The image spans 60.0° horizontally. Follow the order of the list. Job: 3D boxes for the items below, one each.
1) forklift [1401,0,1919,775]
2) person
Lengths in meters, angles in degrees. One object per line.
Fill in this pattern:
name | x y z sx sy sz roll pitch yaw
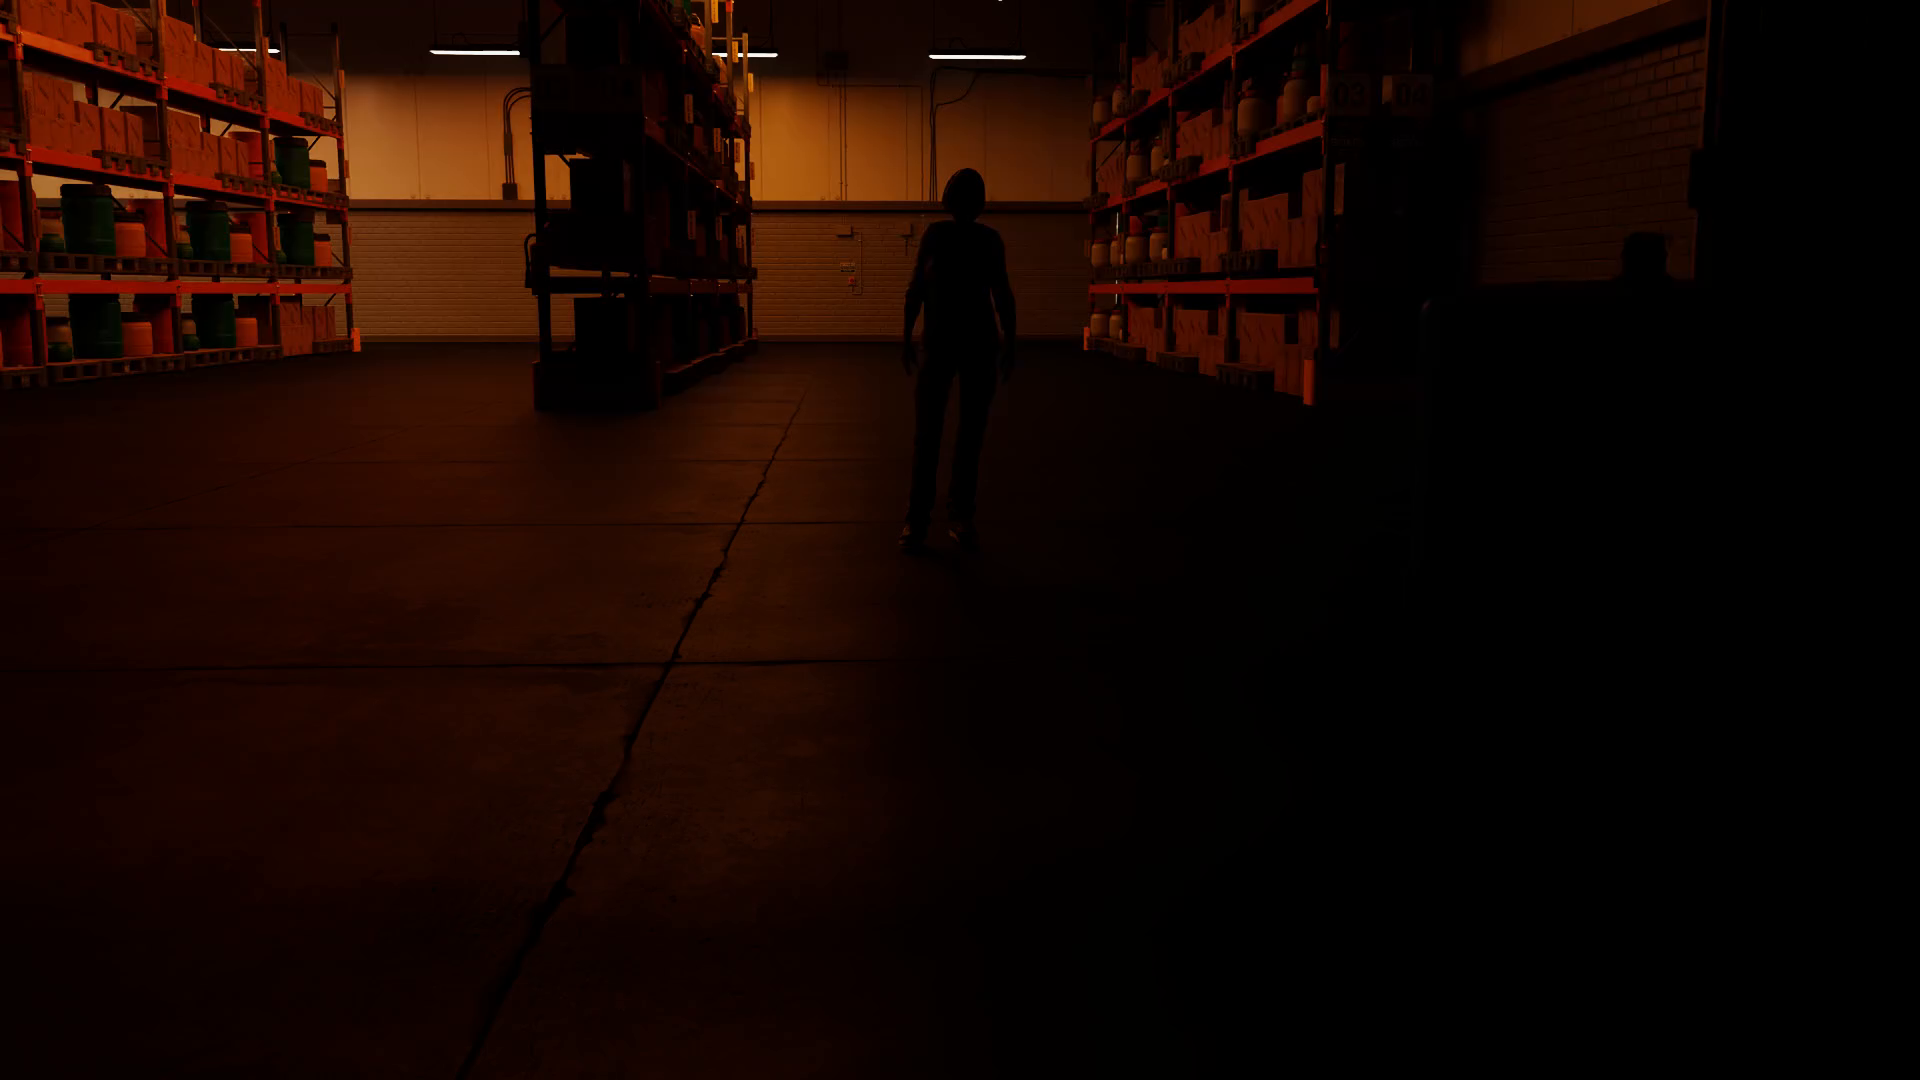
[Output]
forklift | 2.514 -0.927 3.573 1.130 2.935 3.031 -6 10 -36
person | -0.009 -0.786 7.117 0.521 1.599 0.473 -1 8 -4
